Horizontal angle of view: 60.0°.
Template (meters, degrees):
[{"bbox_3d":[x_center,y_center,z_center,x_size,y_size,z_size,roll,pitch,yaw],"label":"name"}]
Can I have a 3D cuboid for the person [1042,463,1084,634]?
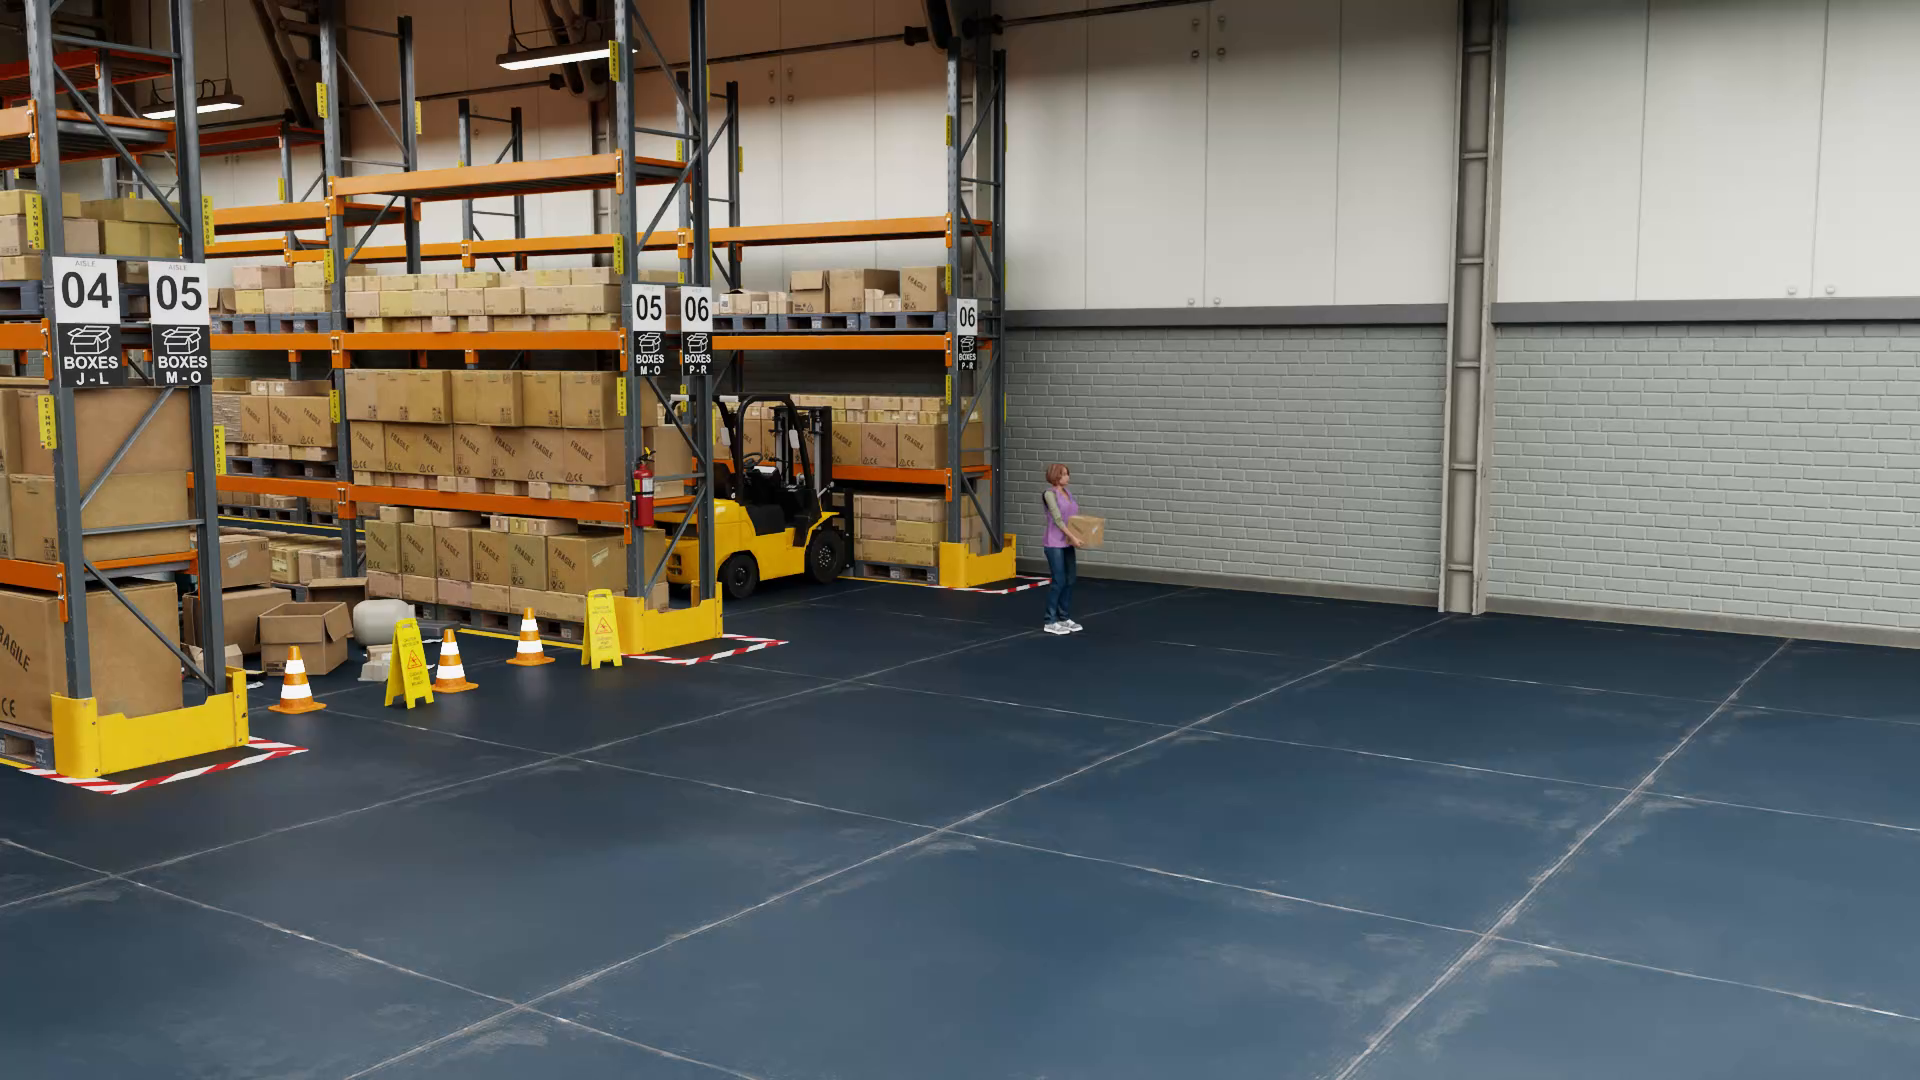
[{"bbox_3d":[1.014,0.078,15.537,0.495,1.591,0.384,5,8,35],"label":"person"}]
